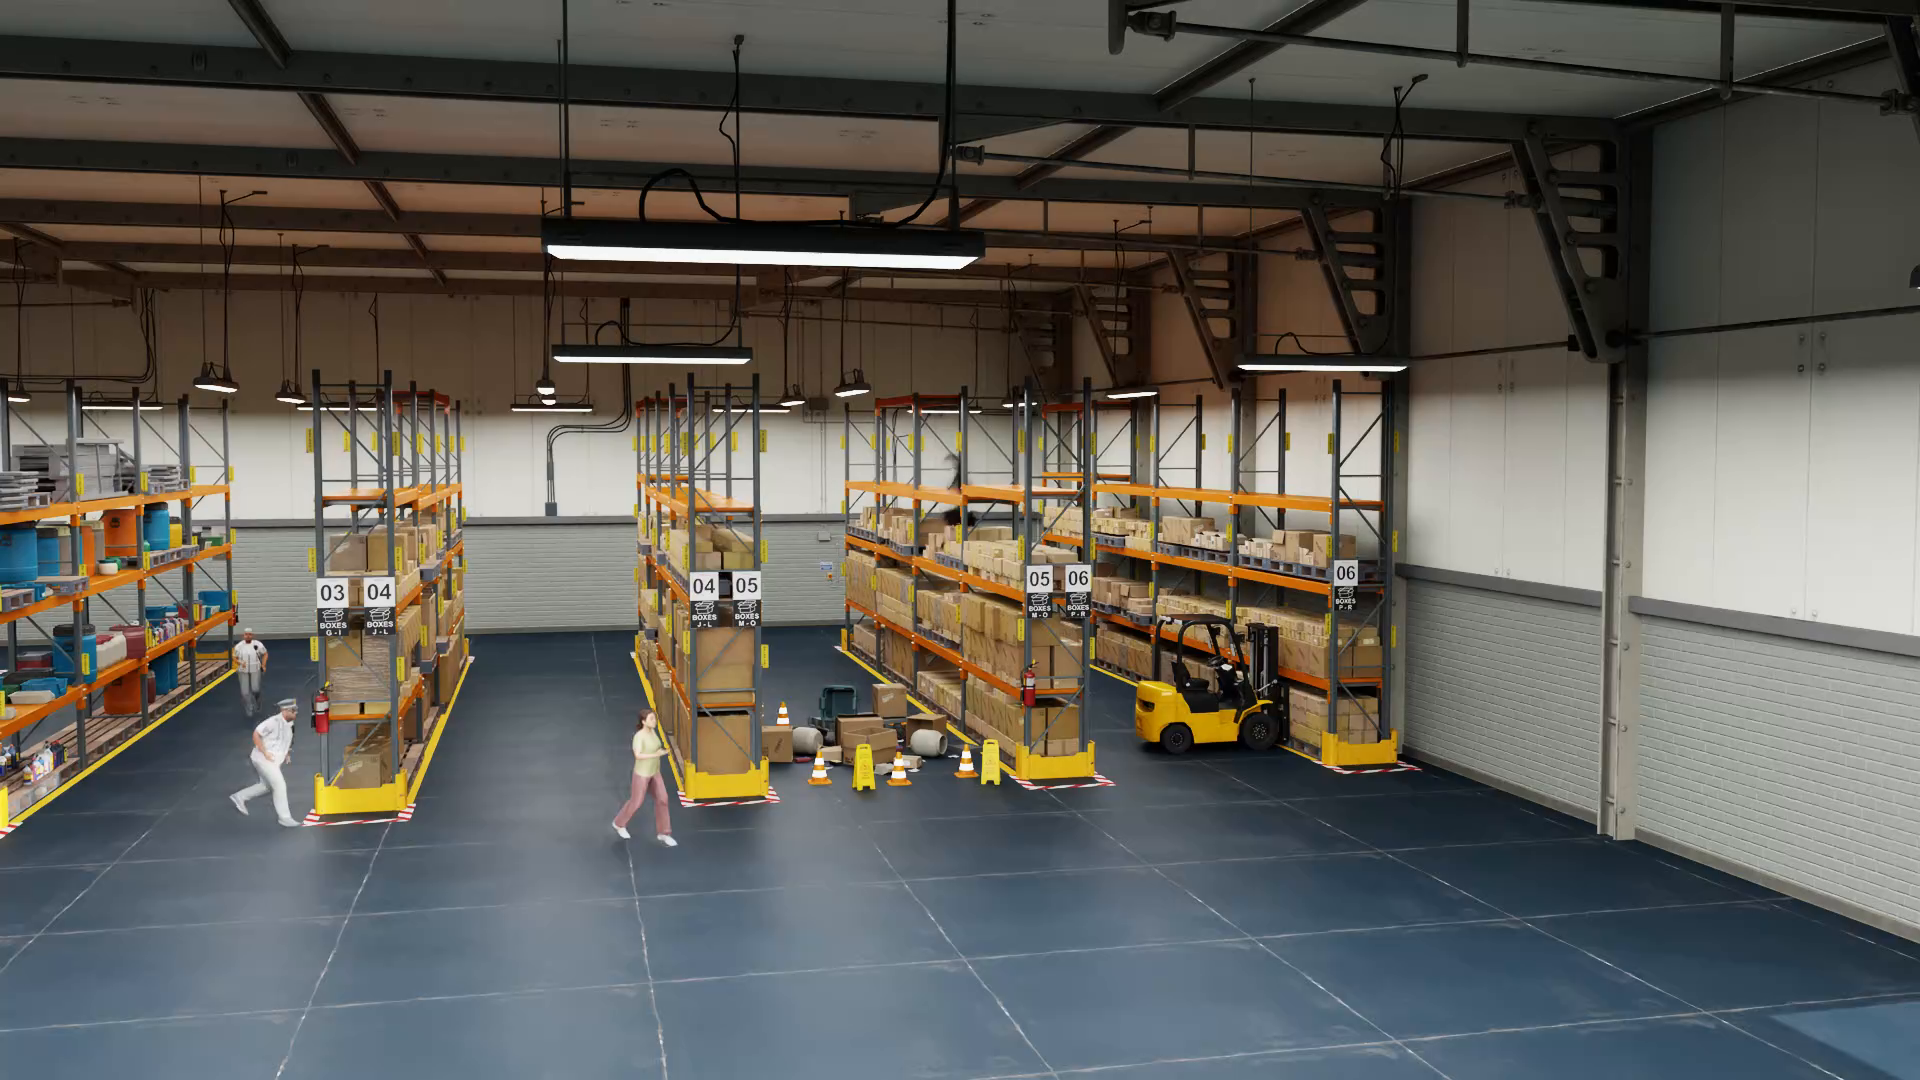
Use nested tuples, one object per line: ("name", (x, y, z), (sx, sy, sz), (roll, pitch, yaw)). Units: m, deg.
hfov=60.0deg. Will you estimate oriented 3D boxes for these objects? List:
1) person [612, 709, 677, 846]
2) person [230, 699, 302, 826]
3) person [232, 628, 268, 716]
("person", (-3.940, 2.941, 20.745), (0.940, 1.683, 0.560), (2, 4, 27))
("person", (-9.140, 2.930, 21.806), (0.990, 1.718, 0.683), (1, 3, 10))
("person", (-13.039, 2.430, 30.540), (0.599, 1.628, 0.539), (-1, 4, -20))
